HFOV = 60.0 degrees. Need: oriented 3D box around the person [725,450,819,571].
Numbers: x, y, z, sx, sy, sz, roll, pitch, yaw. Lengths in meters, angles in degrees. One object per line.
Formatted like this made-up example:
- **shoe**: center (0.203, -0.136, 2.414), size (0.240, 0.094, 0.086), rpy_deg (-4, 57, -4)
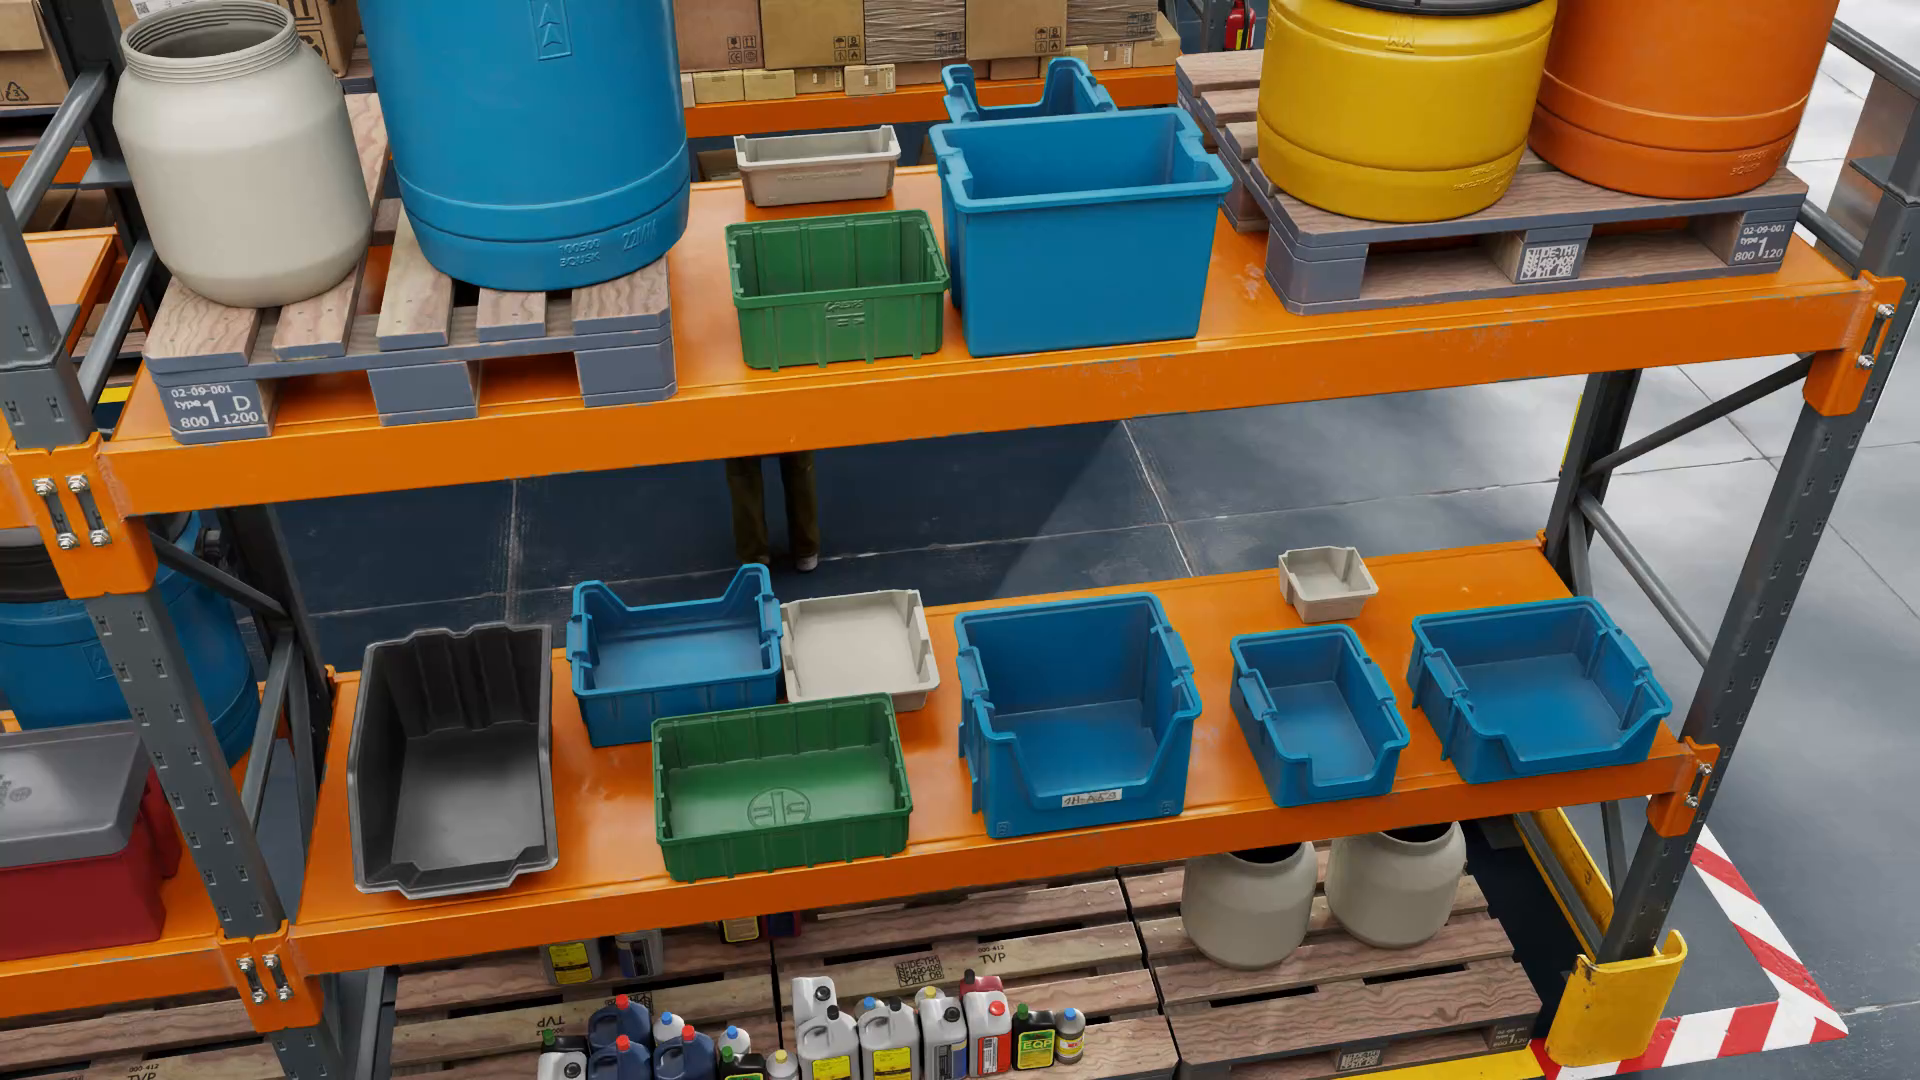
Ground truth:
- **person**: center (-0.832, -0.652, 6.997), size (0.527, 1.771, 0.553), rpy_deg (-6, 39, -7)
